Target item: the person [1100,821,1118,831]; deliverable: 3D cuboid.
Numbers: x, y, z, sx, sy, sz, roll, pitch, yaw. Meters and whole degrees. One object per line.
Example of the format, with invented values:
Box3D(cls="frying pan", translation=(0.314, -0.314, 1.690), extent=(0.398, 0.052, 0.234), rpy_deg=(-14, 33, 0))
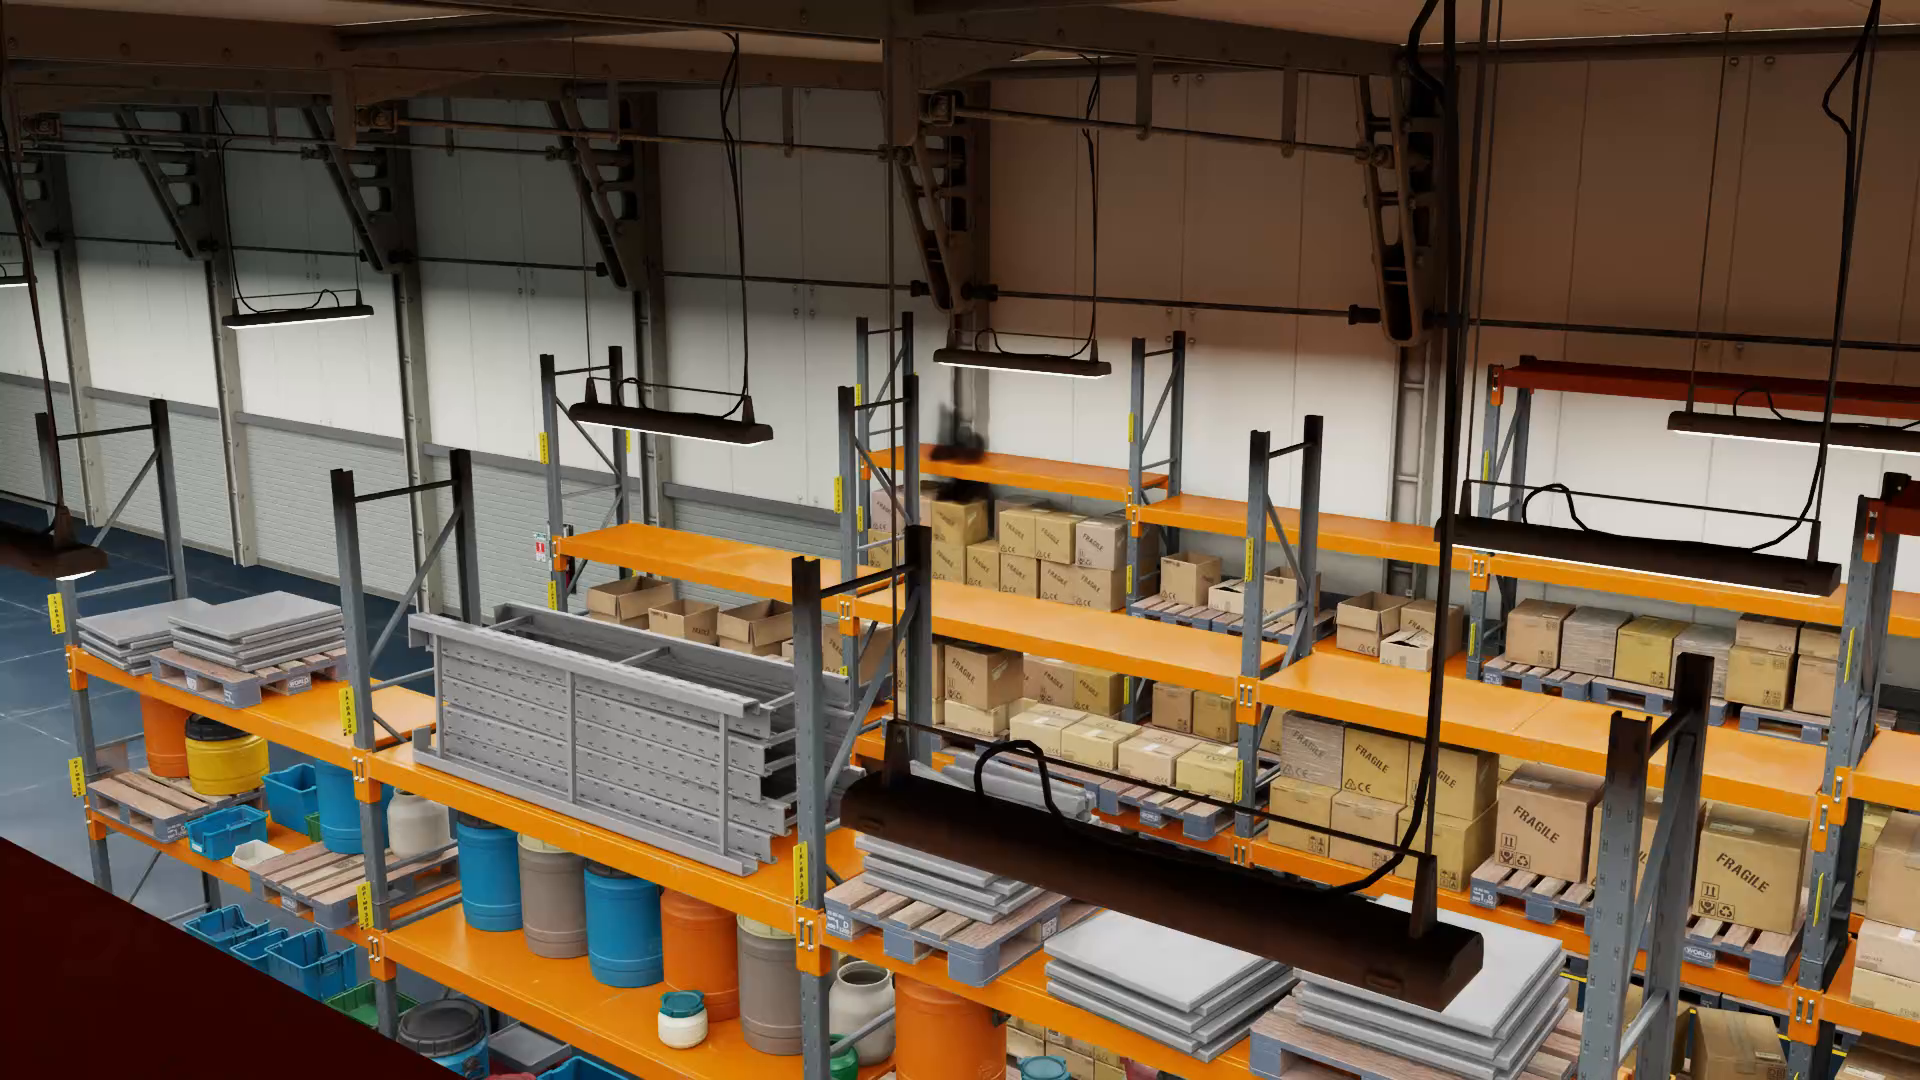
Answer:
Box3D(cls="person", translation=(1.275, 3.315, 17.244), extent=(0.624, 1.655, 0.593), rpy_deg=(6, 15, 26))
